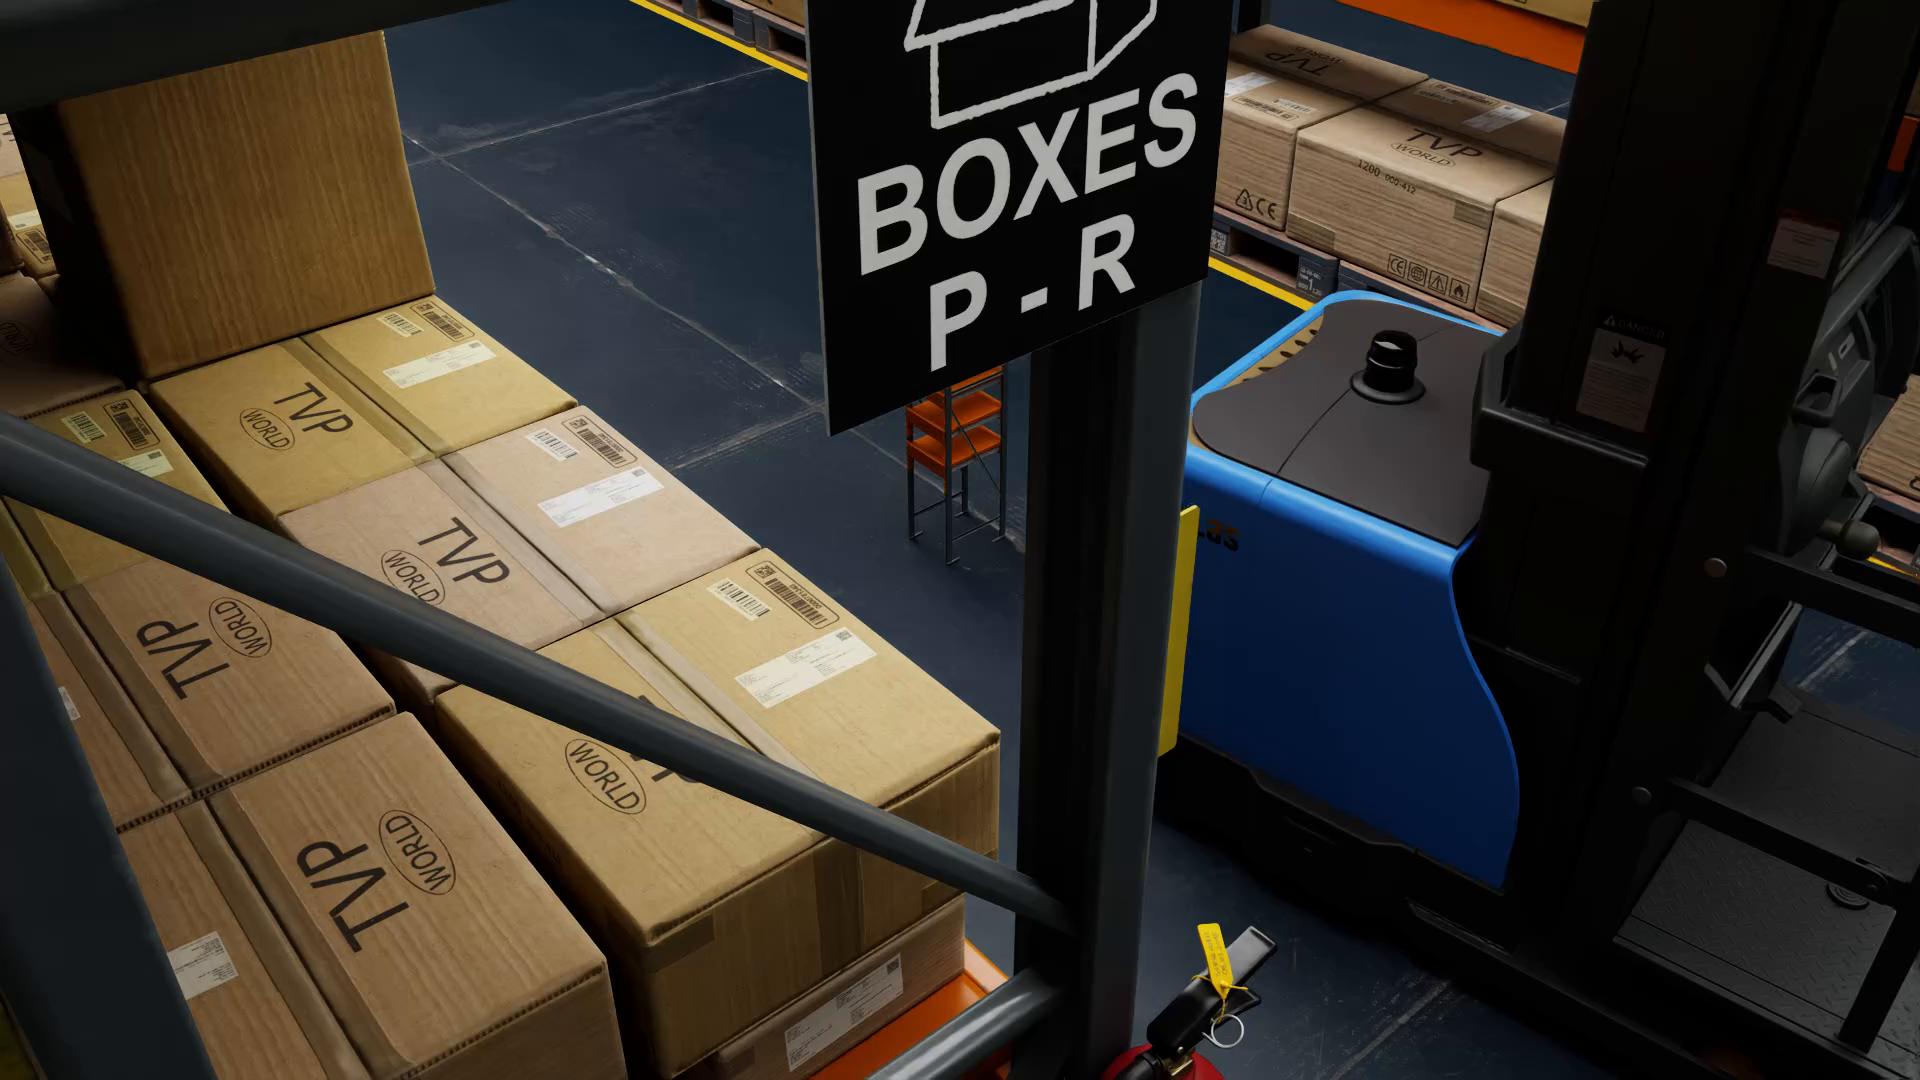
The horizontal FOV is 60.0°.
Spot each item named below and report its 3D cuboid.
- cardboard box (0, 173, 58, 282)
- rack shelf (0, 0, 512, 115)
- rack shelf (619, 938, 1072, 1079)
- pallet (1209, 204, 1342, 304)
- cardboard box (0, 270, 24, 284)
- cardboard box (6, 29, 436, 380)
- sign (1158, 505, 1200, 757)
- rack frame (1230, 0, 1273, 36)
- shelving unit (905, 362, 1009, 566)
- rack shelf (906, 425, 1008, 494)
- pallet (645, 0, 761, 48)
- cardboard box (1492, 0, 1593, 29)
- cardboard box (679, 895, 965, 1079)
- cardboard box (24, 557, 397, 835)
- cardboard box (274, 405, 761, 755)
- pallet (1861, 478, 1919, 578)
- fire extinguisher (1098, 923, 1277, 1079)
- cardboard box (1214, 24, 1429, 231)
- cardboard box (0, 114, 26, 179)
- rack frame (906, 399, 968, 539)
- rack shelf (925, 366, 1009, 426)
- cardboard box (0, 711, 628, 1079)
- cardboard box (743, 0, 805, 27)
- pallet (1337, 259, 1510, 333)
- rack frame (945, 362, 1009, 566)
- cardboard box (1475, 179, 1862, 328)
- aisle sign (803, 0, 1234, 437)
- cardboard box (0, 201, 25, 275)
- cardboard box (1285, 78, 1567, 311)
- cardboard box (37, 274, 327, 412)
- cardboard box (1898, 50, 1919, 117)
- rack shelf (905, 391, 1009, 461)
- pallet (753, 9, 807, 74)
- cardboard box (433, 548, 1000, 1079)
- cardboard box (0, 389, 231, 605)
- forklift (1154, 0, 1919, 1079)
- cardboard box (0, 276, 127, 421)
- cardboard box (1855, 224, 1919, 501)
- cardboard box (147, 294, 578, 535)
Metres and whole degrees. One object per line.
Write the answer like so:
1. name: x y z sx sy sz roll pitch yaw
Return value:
1. cardboard box: -1.632 -0.580 3.346 0.500 0.250 0.500 -26 43 -32
2. rack shelf: -1.503 -1.142 2.294 1.077 0.370 4.000 -26 43 -32
3. rack shelf: -1.503 0.082 3.161 1.077 0.370 4.000 -26 43 -32
4. pallet: 1.427 -1.445 7.107 1.003 0.211 1.213 -26 43 -32
5. cardboard box: -2.020 -0.388 3.075 0.500 0.250 0.500 -25 42 -31
6. cardboard box: -1.268 -0.658 2.807 0.500 0.500 0.500 -25 42 -31
7. sign: 0.202 0.116 1.742 0.100 0.325 0.005 -26 43 -32
8. rack frame: 0.996 -2.948 6.817 1.000 3.000 0.127 -26 43 -32
9. shelving unit: -0.009 -0.496 4.912 0.258 1.200 0.189 -26 43 -32
10. rack shelf: -0.009 -0.264 5.077 0.258 0.103 0.180 -26 43 -32
11. pallet: -1.134 -3.199 9.585 1.003 0.211 1.213 -26 43 -32
12. cardboard box: 2.069 -2.010 5.407 0.500 0.500 0.500 -25 42 -30
13. cardboard box: -0.215 0.526 2.129 0.380 0.149 0.250 -26 43 -32
14. cardboard box: -1.044 0.279 2.133 0.500 0.250 0.500 -26 43 -32
15. cardboard box: -0.625 0.088 2.403 0.500 0.250 0.500 -26 43 -31
16. pallet: 3.001 -0.367 5.586 1.003 0.211 1.213 -26 43 -32
17. fire extinguisher: 0.236 0.748 1.988 0.296 0.674 0.183 -26 43 -32
18. cardboard box: 1.319 -1.756 6.988 0.875 0.438 0.875 -27 43 -32
19. cardboard box: -1.944 -0.805 3.664 0.500 0.250 0.500 -26 43 -32
20. rack frame: -0.068 -0.536 4.969 0.240 1.200 0.006 -26 43 -32
21. rack shelf: -0.009 -0.460 4.938 0.258 0.103 0.180 -26 43 -32
22. cardboard box: -0.712 0.507 1.811 0.500 0.250 0.500 -25 42 -31
23. cardboard box: -0.631 -3.287 8.770 0.875 0.875 0.875 -25 43 -31
24. pallet: 2.218 -0.906 6.346 1.003 0.211 1.213 -26 43 -32
25. rack frame: 0.050 -0.456 4.855 0.240 1.200 0.006 -26 43 -32
26. cardboard box: 2.478 -0.962 5.867 0.875 0.438 0.875 -25 42 -31
27. aisle sign: 0.056 -0.469 1.067 0.394 0.787 0.004 -26 43 -32
28. cardboard box: -2.036 -0.704 2.872 0.500 0.500 0.500 -27 44 -33
29. cardboard box: 1.897 -1.361 6.430 0.875 0.438 0.875 -27 44 -33
30. cardboard box: -1.301 -0.352 3.025 0.500 0.250 0.500 -27 43 -33
31. cardboard box: 2.751 -1.564 4.776 0.500 0.500 0.500 -27 43 -33
32. rack shelf: -0.009 -0.362 5.007 0.258 0.103 0.180 -26 43 -32
33. pallet: -0.351 -2.661 8.825 1.003 0.211 1.213 -26 43 -32
34. cardboard box: -0.299 0.310 2.089 0.500 0.250 0.500 -26 43 -32
35. cardboard box: -1.360 0.059 2.444 0.500 0.250 0.500 -25 42 -30
36. forklift: 1.852 -0.242 3.055 3.031 2.935 1.130 25 42 31
37. cardboard box: -1.697 -0.172 2.770 0.500 0.250 0.500 -26 43 -32
38. cardboard box: 3.075 -0.561 5.301 0.875 0.438 0.875 -28 44 -33
39. cardboard box: -0.954 -0.135 2.717 0.500 0.250 0.500 -27 43 -33
